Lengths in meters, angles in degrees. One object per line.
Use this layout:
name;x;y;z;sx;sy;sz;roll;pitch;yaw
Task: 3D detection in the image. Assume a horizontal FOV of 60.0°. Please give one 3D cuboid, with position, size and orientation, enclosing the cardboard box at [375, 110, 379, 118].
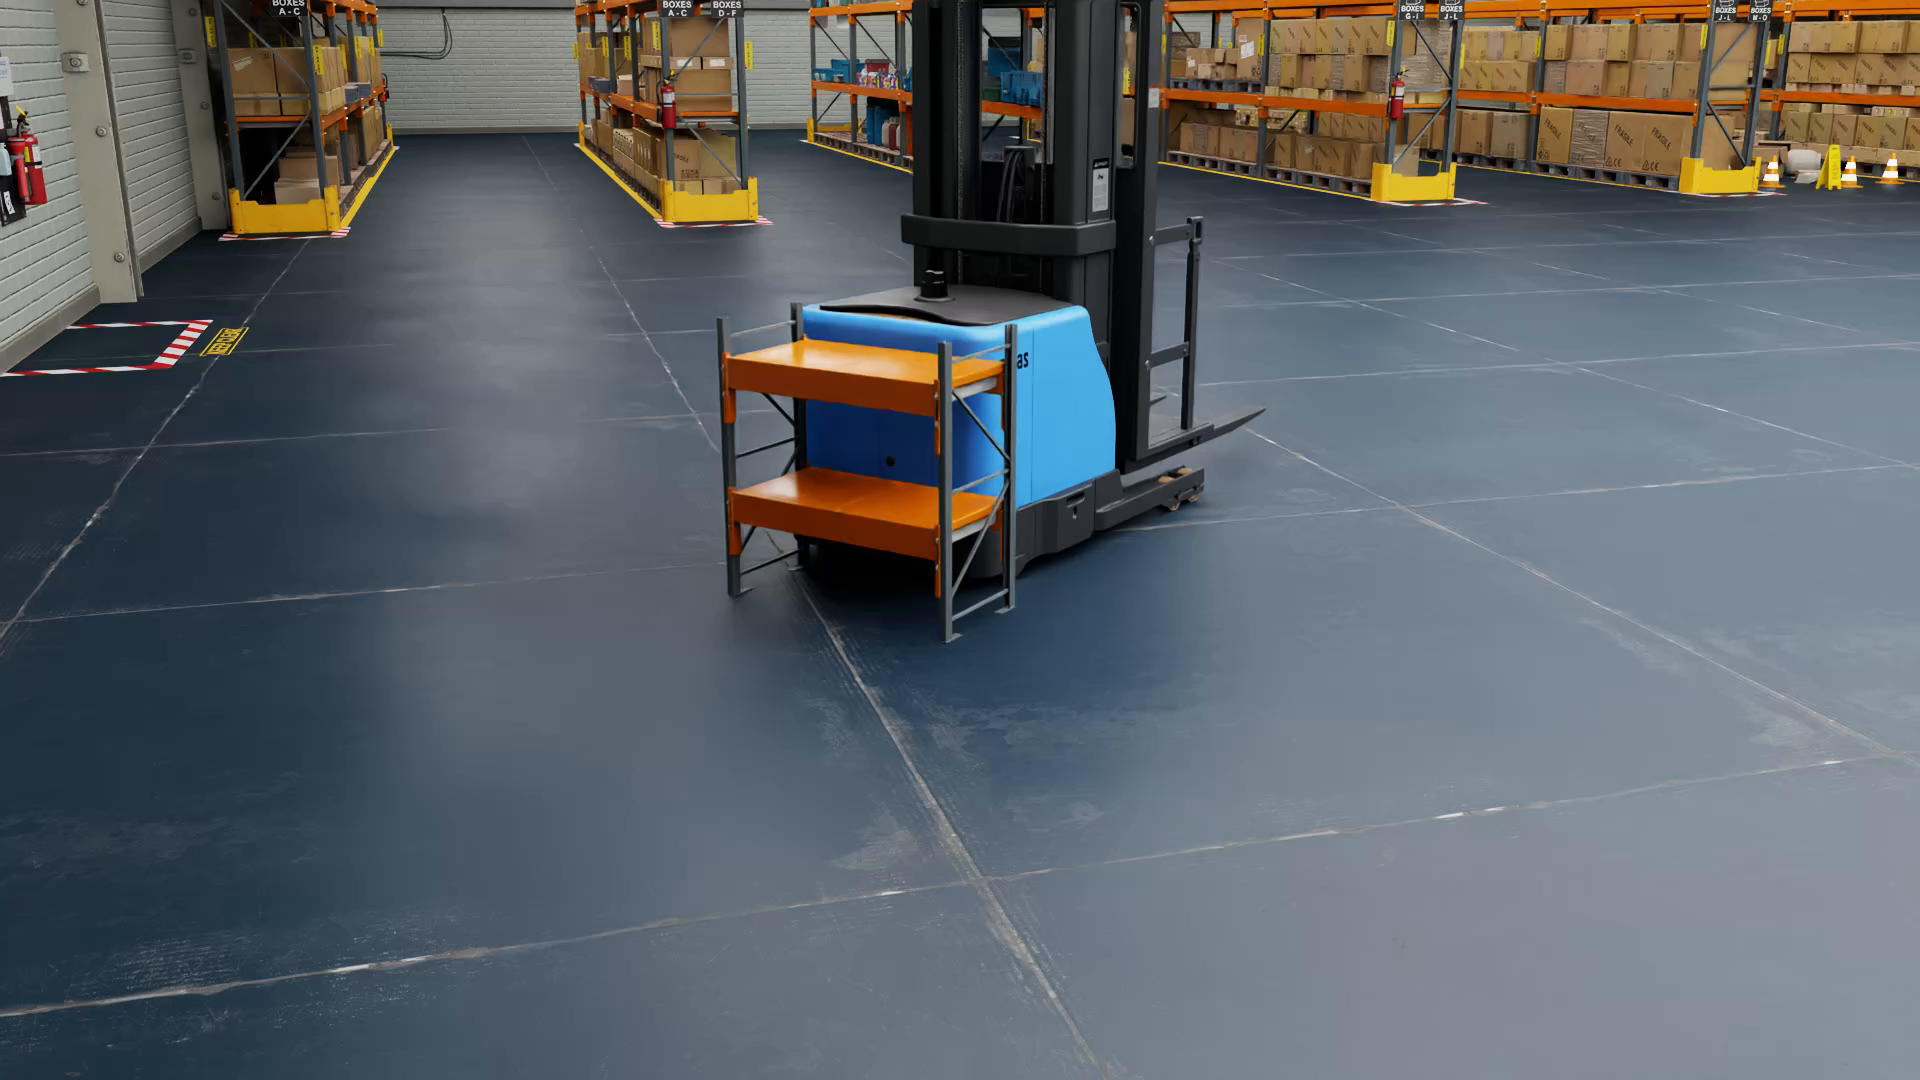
cardboard box;-11.354;-8.155;31.874;0.380;0.149;0.250;-5;17;-17

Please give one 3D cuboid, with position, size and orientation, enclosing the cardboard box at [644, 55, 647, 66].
cardboard box;-4.195;-6.680;23.174;0.380;0.149;0.250;-5;17;-17

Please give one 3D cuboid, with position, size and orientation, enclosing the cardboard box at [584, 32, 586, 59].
cardboard box;-7.092;-9.691;32.590;0.500;0.500;0.500;-5;17;-15

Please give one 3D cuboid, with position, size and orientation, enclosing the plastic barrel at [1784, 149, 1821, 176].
plastic barrel;13.906;-6.229;27.452;0.512;0.421;0.421;7;18;23

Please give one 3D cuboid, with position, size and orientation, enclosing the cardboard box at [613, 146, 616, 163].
cardboard box;-5.462;-6.374;27.508;0.500;0.250;0.500;-5;17;-15

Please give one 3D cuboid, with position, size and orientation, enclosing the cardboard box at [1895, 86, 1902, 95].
cardboard box;15.360;-7.262;26.849;0.380;0.149;0.250;-4;17;-14

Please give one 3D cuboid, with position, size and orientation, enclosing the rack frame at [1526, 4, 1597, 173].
rack frame;10.099;-7.698;27.865;1.000;3.000;0.127;-5;17;-15

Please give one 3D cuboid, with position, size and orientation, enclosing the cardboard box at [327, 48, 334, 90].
cardboard box;-7.991;-5.786;20.423;0.500;0.500;0.500;-5;18;-17

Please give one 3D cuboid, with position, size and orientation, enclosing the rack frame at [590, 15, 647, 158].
rack frame;-6.423;-8.764;31.416;1.000;3.000;0.127;-5;17;-15

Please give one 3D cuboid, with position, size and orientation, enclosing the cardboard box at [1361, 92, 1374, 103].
cardboard box;5.938;-6.304;23.660;0.380;0.149;0.250;-5;17;-15

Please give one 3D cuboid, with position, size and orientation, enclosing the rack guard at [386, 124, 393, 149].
rack guard;-12.290;-8.288;34.173;1.175;0.500;0.348;-5;17;-15

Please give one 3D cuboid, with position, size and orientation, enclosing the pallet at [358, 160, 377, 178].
pallet;-10.229;-6.154;27.572;1.003;0.211;1.213;-5;17;-15

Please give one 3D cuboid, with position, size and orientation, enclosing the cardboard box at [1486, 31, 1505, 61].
cardboard box;9.675;-8.643;29.101;0.700;0.500;0.500;-5;17;-15

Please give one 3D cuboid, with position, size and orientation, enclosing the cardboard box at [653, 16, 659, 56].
cardboard box;-3.682;-6.682;22.054;0.700;0.500;0.500;-5;17;-15

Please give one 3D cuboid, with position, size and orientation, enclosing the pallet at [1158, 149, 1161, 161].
pallet;4.058;-7.329;31.483;1.003;0.211;1.213;-5;17;-15

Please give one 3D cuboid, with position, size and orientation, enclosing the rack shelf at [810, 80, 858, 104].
rack shelf;-2.209;-9.364;34.661;1.077;0.370;4.000;-5;17;-15

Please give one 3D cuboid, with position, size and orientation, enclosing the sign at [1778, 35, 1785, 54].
sign;14.298;-8.627;28.945;0.100;0.325;0.005;-5;17;-15

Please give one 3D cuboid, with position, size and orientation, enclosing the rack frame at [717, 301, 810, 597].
rack frame;-0.787;-0.372;6.734;0.032;1.125;0.500;10;20;31

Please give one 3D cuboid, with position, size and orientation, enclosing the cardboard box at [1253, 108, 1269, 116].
cardboard box;6.903;-9.757;37.913;0.380;0.149;0.250;-6;18;-18

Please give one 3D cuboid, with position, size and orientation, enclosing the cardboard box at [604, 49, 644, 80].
cardboard box;-5.605;-8.072;28.208;0.700;0.500;0.500;-12;20;-34

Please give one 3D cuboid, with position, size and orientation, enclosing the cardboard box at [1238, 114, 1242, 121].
cardboard box;6.698;-9.830;38.672;0.380;0.149;0.250;-4;17;-13

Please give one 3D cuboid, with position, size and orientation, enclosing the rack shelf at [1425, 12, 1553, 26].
rack shelf;12.082;-11.975;38.141;1.077;0.370;4.000;-5;17;-15

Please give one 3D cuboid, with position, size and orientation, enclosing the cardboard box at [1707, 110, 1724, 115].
cardboard box;17.320;-9.576;37.732;0.500;0.500;0.500;-4;17;-13

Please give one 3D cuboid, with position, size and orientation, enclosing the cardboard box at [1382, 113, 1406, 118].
cardboard box;8.559;-8.336;32.300;0.500;0.250;0.500;-5;17;-17

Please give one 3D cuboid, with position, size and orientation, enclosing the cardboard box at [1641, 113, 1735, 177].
cardboard box;10.948;-5.957;25.034;0.875;0.875;0.875;-5;17;-15

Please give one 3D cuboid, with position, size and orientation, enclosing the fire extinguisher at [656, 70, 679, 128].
fire extinguisher;-3.539;-5.339;20.145;0.296;0.674;0.183;-5;17;-15

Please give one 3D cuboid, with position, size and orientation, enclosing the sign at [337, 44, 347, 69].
sign;-8.466;-6.619;22.767;0.100;0.325;0.005;-5;17;-15

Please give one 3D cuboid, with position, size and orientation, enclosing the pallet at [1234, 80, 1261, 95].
pallet;5.232;-7.465;27.422;1.003;0.211;1.213;-5;17;-15

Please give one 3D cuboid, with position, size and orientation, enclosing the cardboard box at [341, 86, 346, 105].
cardboard box;-8.564;-5.990;22.404;0.500;0.250;0.500;-5;17;-15

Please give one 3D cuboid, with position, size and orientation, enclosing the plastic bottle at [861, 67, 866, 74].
plastic bottle;-1.863;-8.997;32.276;0.144;0.351;0.185;-5;17;-15

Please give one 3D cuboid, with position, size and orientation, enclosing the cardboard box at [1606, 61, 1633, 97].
cardboard box;10.662;-7.221;26.016;0.875;0.550;0.500;-5;17;-15

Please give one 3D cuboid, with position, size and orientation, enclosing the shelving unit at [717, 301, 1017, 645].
shelving unit;-0.359;-0.293;6.472;1.048;1.125;0.538;10;20;31

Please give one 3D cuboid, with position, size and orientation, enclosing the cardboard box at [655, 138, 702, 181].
cardboard box;-3.558;-4.813;21.008;0.500;0.500;0.500;-5;17;-15

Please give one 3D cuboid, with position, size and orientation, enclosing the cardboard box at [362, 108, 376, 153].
cardboard box;-10.634;-7.128;28.975;0.750;0.750;0.750;-4;17;-14

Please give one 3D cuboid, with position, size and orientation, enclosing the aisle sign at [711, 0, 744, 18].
aisle sign;-2.812;-6.696;20.011;0.394;0.787;0.004;-5;17;-15

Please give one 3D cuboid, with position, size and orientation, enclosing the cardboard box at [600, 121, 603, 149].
cardboard box;-6.367;-7.478;30.714;0.500;0.500;0.500;-4;17;-14

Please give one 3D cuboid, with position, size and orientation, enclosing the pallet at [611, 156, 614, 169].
pallet;-5.492;-6.532;28.831;1.003;0.211;1.213;-5;17;-15

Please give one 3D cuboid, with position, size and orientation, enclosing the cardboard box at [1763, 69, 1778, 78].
cardboard box;14.423;-8.319;29.638;0.380;0.149;0.250;-4;17;-14

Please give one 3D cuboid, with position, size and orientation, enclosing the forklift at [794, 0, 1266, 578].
forklift;0.531;-1.612;7.723;1.130;2.935;3.031;11;20;33

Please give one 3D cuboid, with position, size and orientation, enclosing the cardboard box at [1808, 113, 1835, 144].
cardboard box;14.891;-7.029;28.384;0.500;0.500;0.500;-4;17;-13

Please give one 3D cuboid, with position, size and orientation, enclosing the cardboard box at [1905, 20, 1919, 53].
cardboard box;15.447;-7.945;26.257;0.700;0.500;0.500;-5;17;-15

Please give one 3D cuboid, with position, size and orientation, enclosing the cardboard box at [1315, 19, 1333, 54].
cardboard box;5.605;-7.444;24.592;0.500;0.500;0.500;-5;17;-15

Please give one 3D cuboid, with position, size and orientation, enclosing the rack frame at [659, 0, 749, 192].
rack frame;-3.125;-5.445;20.365;1.000;3.000;0.127;-5;17;-15

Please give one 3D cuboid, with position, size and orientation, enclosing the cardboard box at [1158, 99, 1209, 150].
cardboard box;4.033;-7.816;31.222;1.225;0.875;0.875;-6;18;-18

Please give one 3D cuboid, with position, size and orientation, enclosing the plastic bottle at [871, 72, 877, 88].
plastic bottle;-1.580;-8.617;31.141;0.152;0.276;0.135;-5;17;-15

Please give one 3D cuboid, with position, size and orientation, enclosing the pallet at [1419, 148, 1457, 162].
pallet;9.144;-7.245;31.204;1.003;0.211;1.213;-5;17;-15

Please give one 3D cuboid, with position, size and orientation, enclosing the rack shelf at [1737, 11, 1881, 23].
rack shelf;17.953;-11.262;35.768;1.077;0.370;4.000;-5;17;-15

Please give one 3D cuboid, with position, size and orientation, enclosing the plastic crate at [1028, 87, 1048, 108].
plastic crate;1.214;-5.879;22.069;0.499;0.251;0.616;-5;17;-15

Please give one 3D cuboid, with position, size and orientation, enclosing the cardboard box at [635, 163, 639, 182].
cardboard box;-4.388;-5.284;23.877;0.500;0.250;0.500;-5;17;-15
